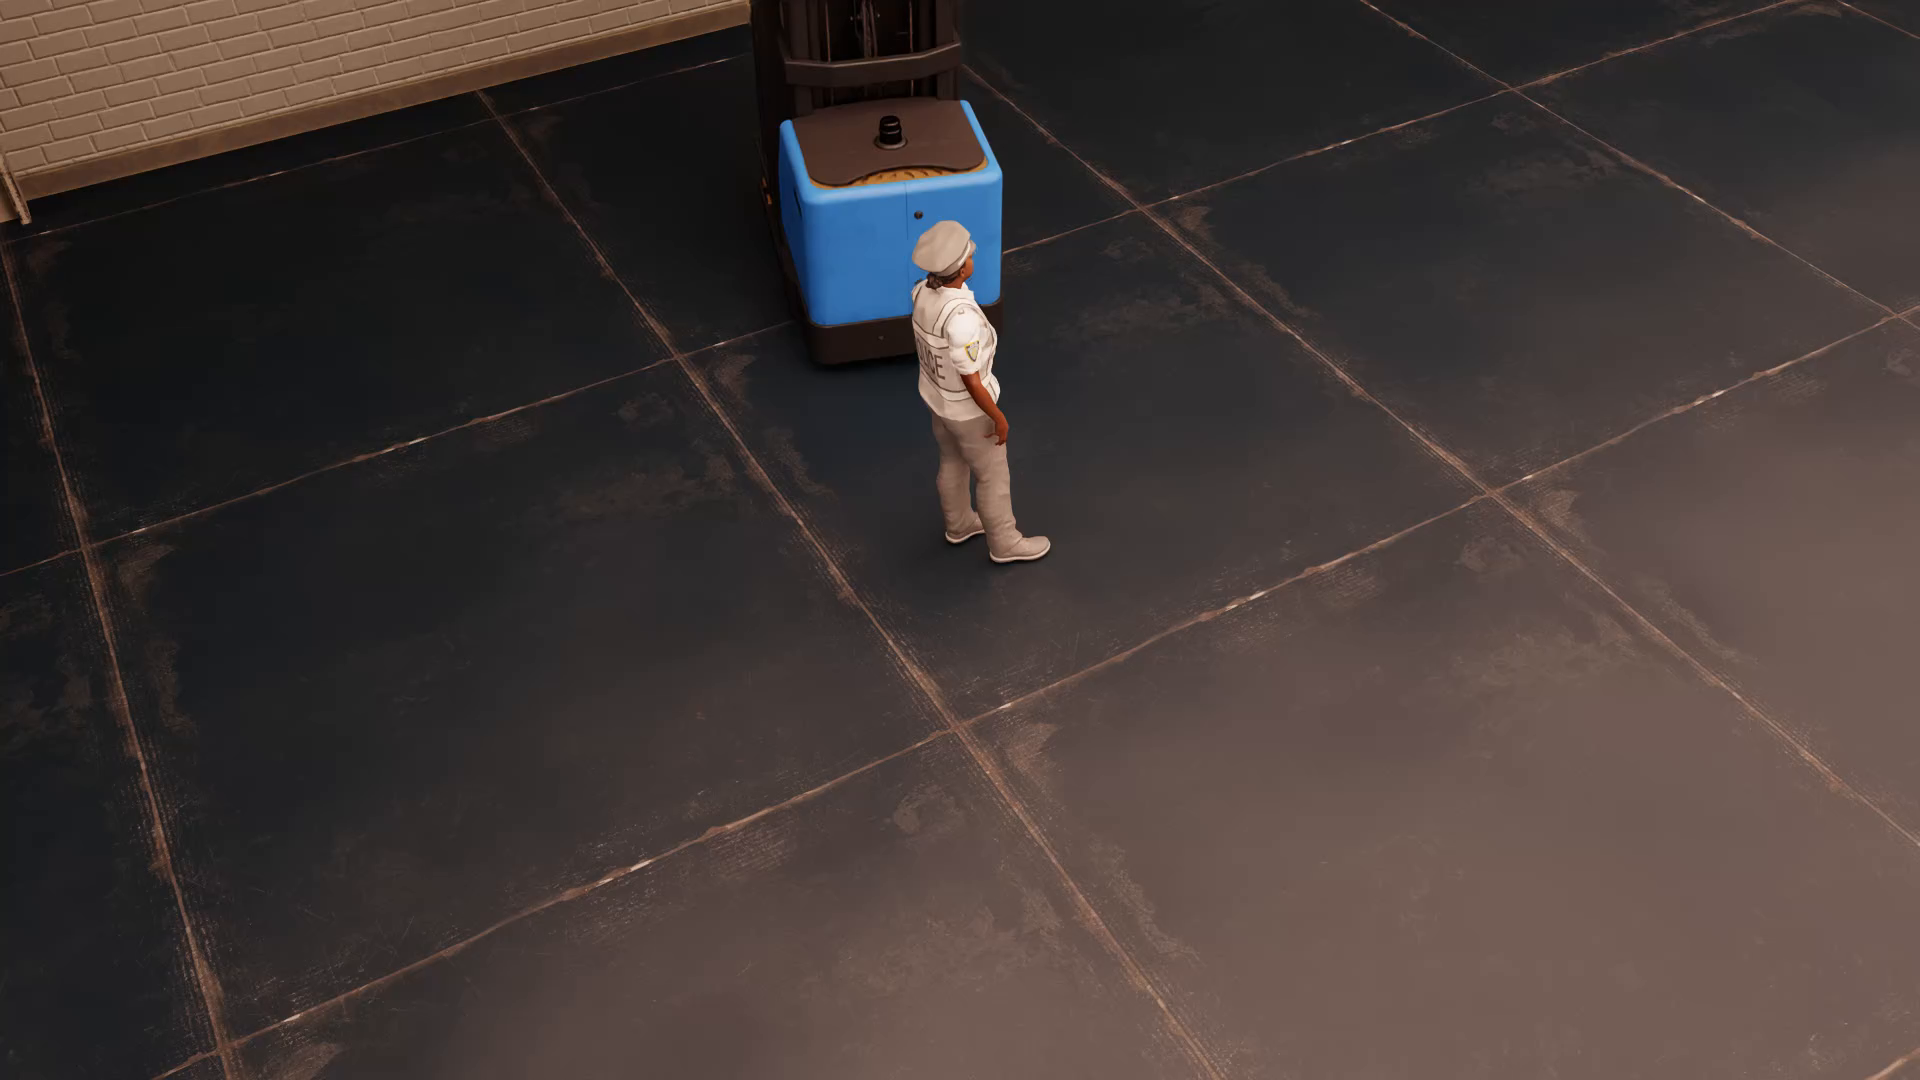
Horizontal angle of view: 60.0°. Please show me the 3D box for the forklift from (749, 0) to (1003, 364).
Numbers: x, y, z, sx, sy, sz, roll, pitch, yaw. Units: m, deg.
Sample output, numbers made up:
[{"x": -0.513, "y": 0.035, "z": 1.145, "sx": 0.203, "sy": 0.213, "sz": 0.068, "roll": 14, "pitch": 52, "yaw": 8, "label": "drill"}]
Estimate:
[{"x": -0.602, "y": -3.014, "z": 8.947, "sx": 1.130, "sy": 2.935, "sz": 3.031, "roll": -9, "pitch": 44, "yaw": -10, "label": "forklift"}]

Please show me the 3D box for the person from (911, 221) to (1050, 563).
[{"x": 0.075, "y": -0.640, "z": 7.287, "sx": 0.530, "sy": 1.695, "sz": 0.570, "roll": -21, "pitch": 47, "yaw": -21, "label": "person"}]
